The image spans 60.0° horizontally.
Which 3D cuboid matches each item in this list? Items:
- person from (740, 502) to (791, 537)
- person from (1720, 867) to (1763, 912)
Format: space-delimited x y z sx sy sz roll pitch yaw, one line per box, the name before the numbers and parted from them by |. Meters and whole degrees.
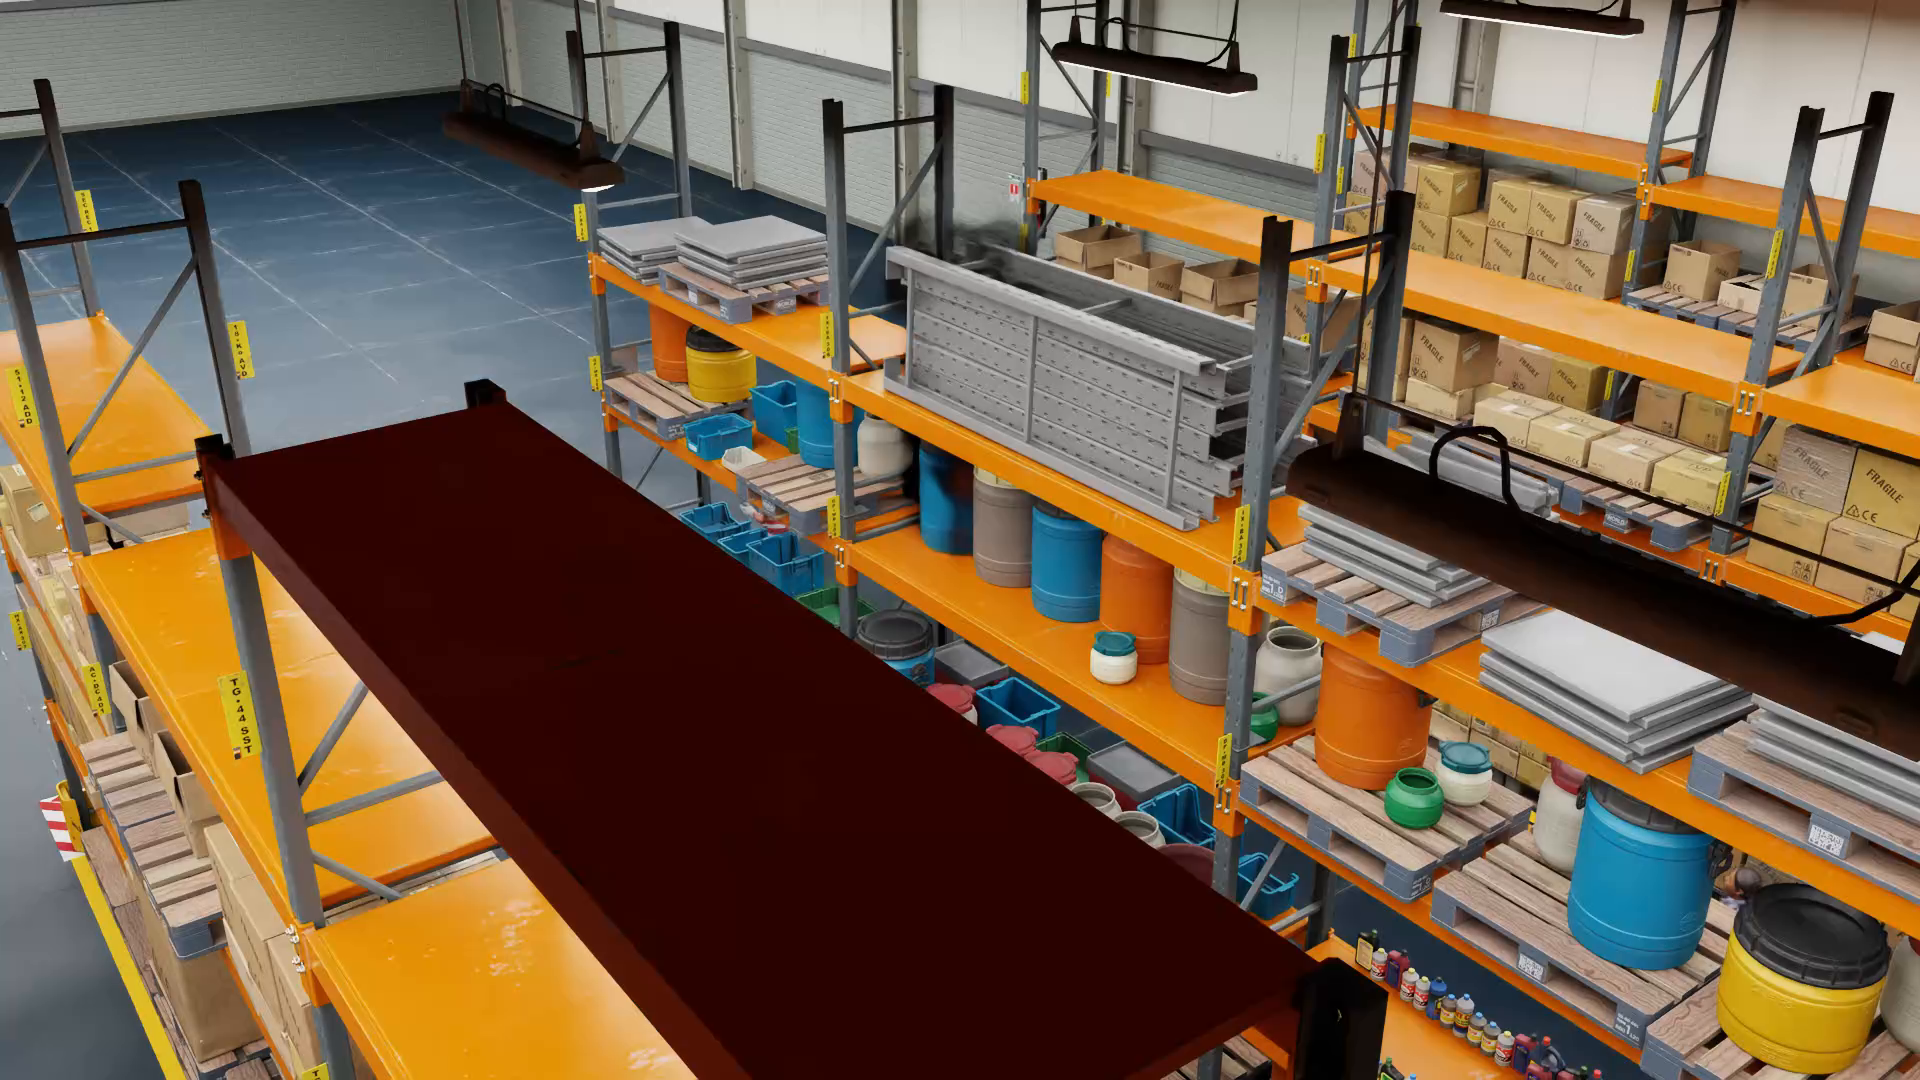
person | -1.889 -0.088 17.082 0.665 1.786 0.651 12 27 24
person | 5.001 2.855 10.850 0.775 1.708 0.582 23 33 40
